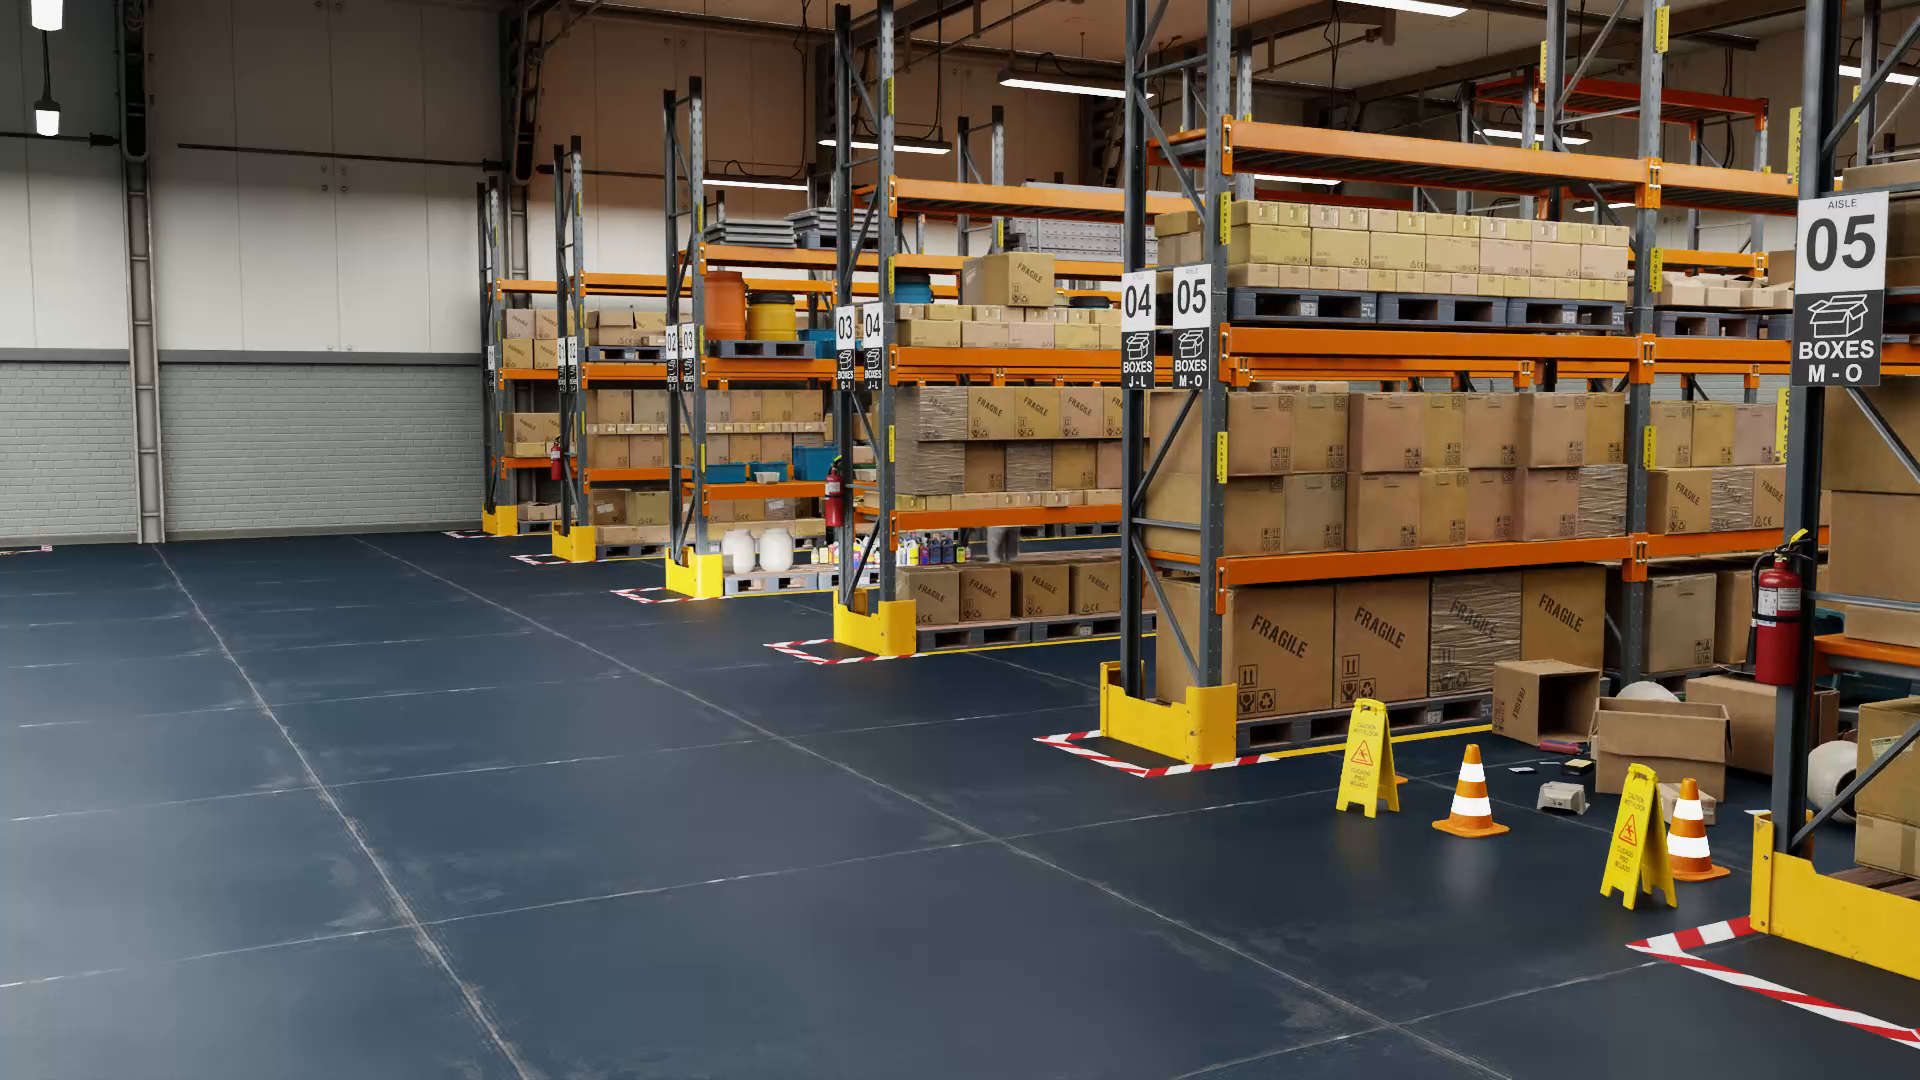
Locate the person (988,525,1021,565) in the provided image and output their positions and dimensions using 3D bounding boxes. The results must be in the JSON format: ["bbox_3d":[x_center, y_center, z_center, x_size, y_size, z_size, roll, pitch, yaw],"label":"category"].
[{"bbox_3d":[0.466,-0.206,19.489,0.505,1.763,0.569,-3,6,-29],"label":"person"}]
